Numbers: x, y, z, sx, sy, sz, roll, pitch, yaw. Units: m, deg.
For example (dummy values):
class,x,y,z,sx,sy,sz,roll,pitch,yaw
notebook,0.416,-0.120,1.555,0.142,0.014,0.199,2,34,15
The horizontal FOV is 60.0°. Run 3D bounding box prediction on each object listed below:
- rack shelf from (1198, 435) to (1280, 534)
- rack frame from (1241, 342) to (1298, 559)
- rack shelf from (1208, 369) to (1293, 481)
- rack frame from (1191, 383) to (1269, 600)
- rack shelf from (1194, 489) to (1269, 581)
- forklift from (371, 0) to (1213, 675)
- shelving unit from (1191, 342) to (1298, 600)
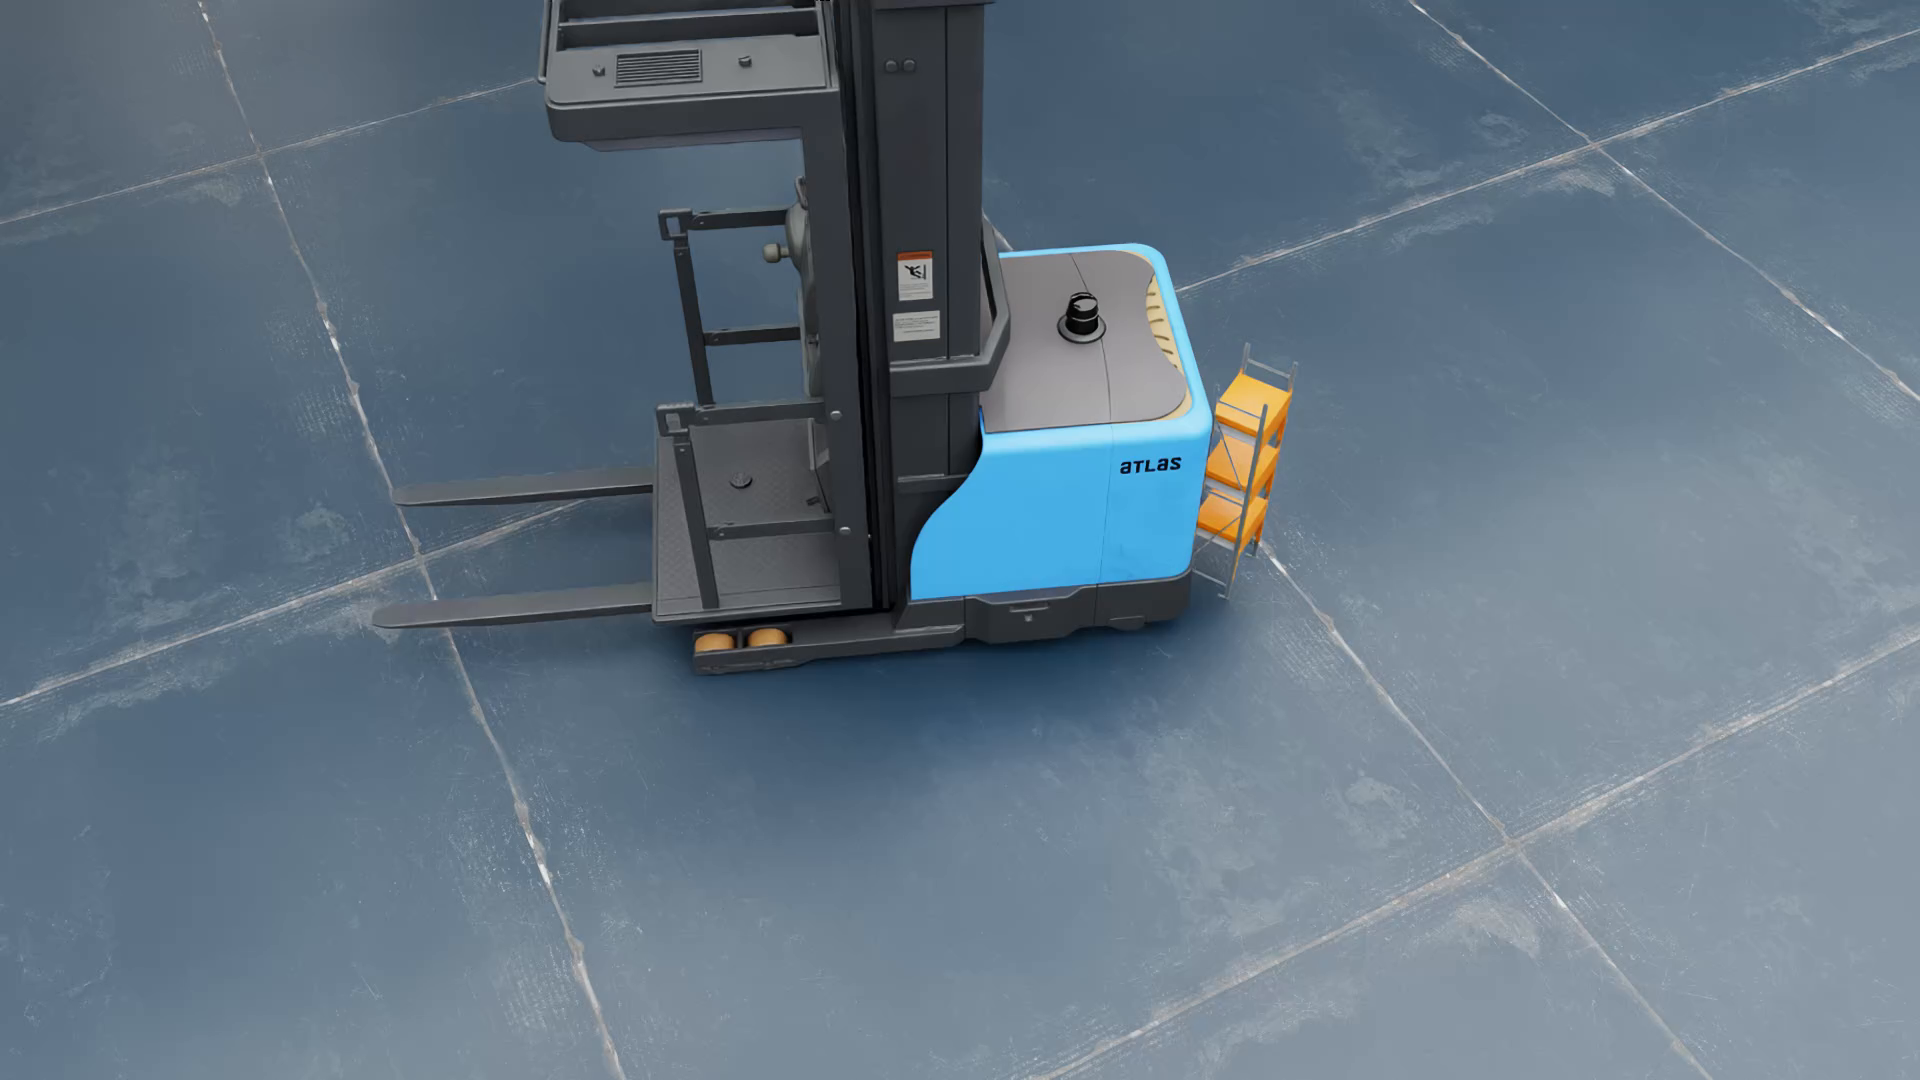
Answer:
class,x,y,z,sx,sy,sz,roll,pitch,yaw
rack shelf,1.023,-0.225,6.155,0.215,0.259,0.240,25,53,20
rack frame,1.087,-0.310,6.215,0.200,1.050,0.008,25,53,20
rack shelf,1.025,-0.411,5.940,0.215,0.259,0.240,25,53,20
rack frame,0.959,-0.154,6.079,0.200,1.050,0.008,25,53,20
rack shelf,1.021,-0.043,6.365,0.215,0.259,0.240,25,53,20
forklift,-0.684,-0.887,5.471,3.031,2.935,1.130,-5,49,-4
shelving unit,1.023,-0.232,6.147,0.215,1.050,0.252,25,53,20
